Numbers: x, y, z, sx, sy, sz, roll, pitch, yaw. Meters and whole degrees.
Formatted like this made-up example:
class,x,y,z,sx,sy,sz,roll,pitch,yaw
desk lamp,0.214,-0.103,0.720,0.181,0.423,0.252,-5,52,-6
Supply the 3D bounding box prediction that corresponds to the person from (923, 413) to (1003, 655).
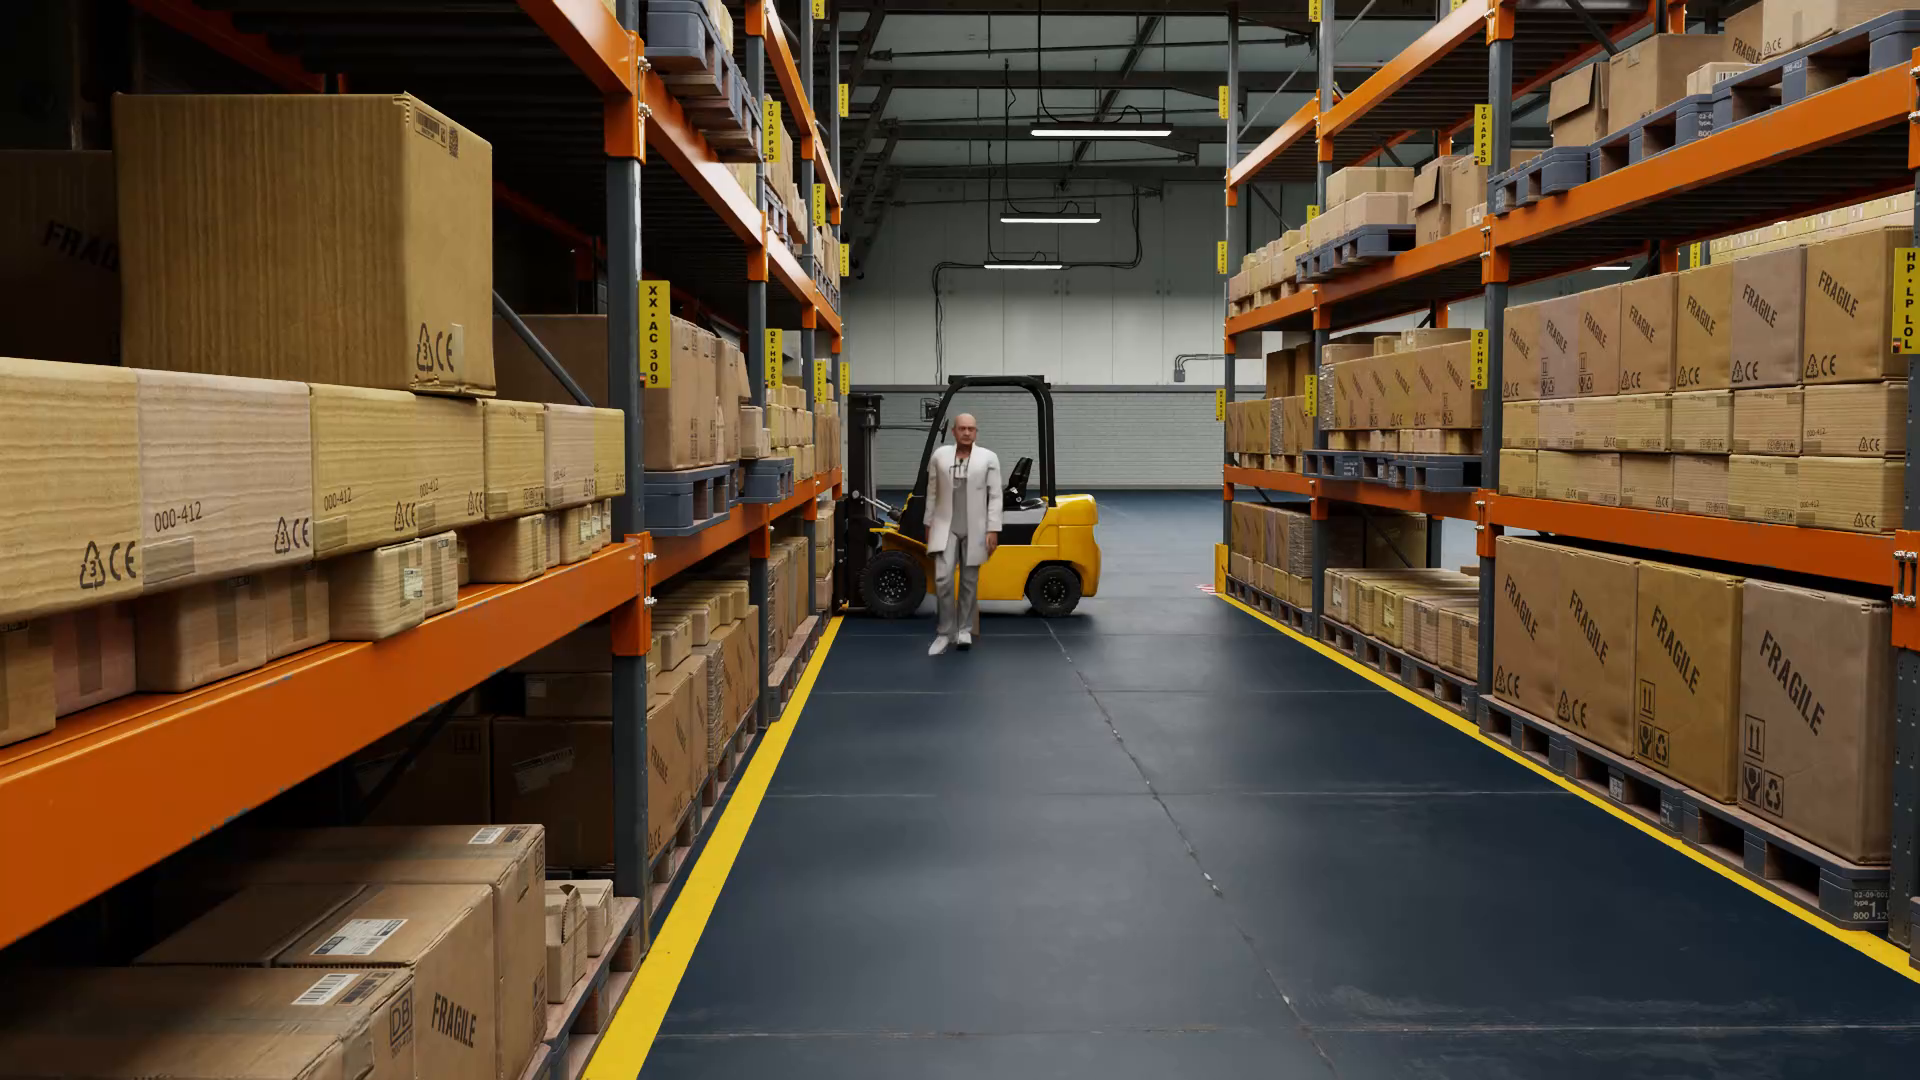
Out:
class,x,y,z,sx,sy,sz,roll,pitch,yaw
person,0.021,-0.047,12.530,0.608,1.809,0.621,0,4,1
